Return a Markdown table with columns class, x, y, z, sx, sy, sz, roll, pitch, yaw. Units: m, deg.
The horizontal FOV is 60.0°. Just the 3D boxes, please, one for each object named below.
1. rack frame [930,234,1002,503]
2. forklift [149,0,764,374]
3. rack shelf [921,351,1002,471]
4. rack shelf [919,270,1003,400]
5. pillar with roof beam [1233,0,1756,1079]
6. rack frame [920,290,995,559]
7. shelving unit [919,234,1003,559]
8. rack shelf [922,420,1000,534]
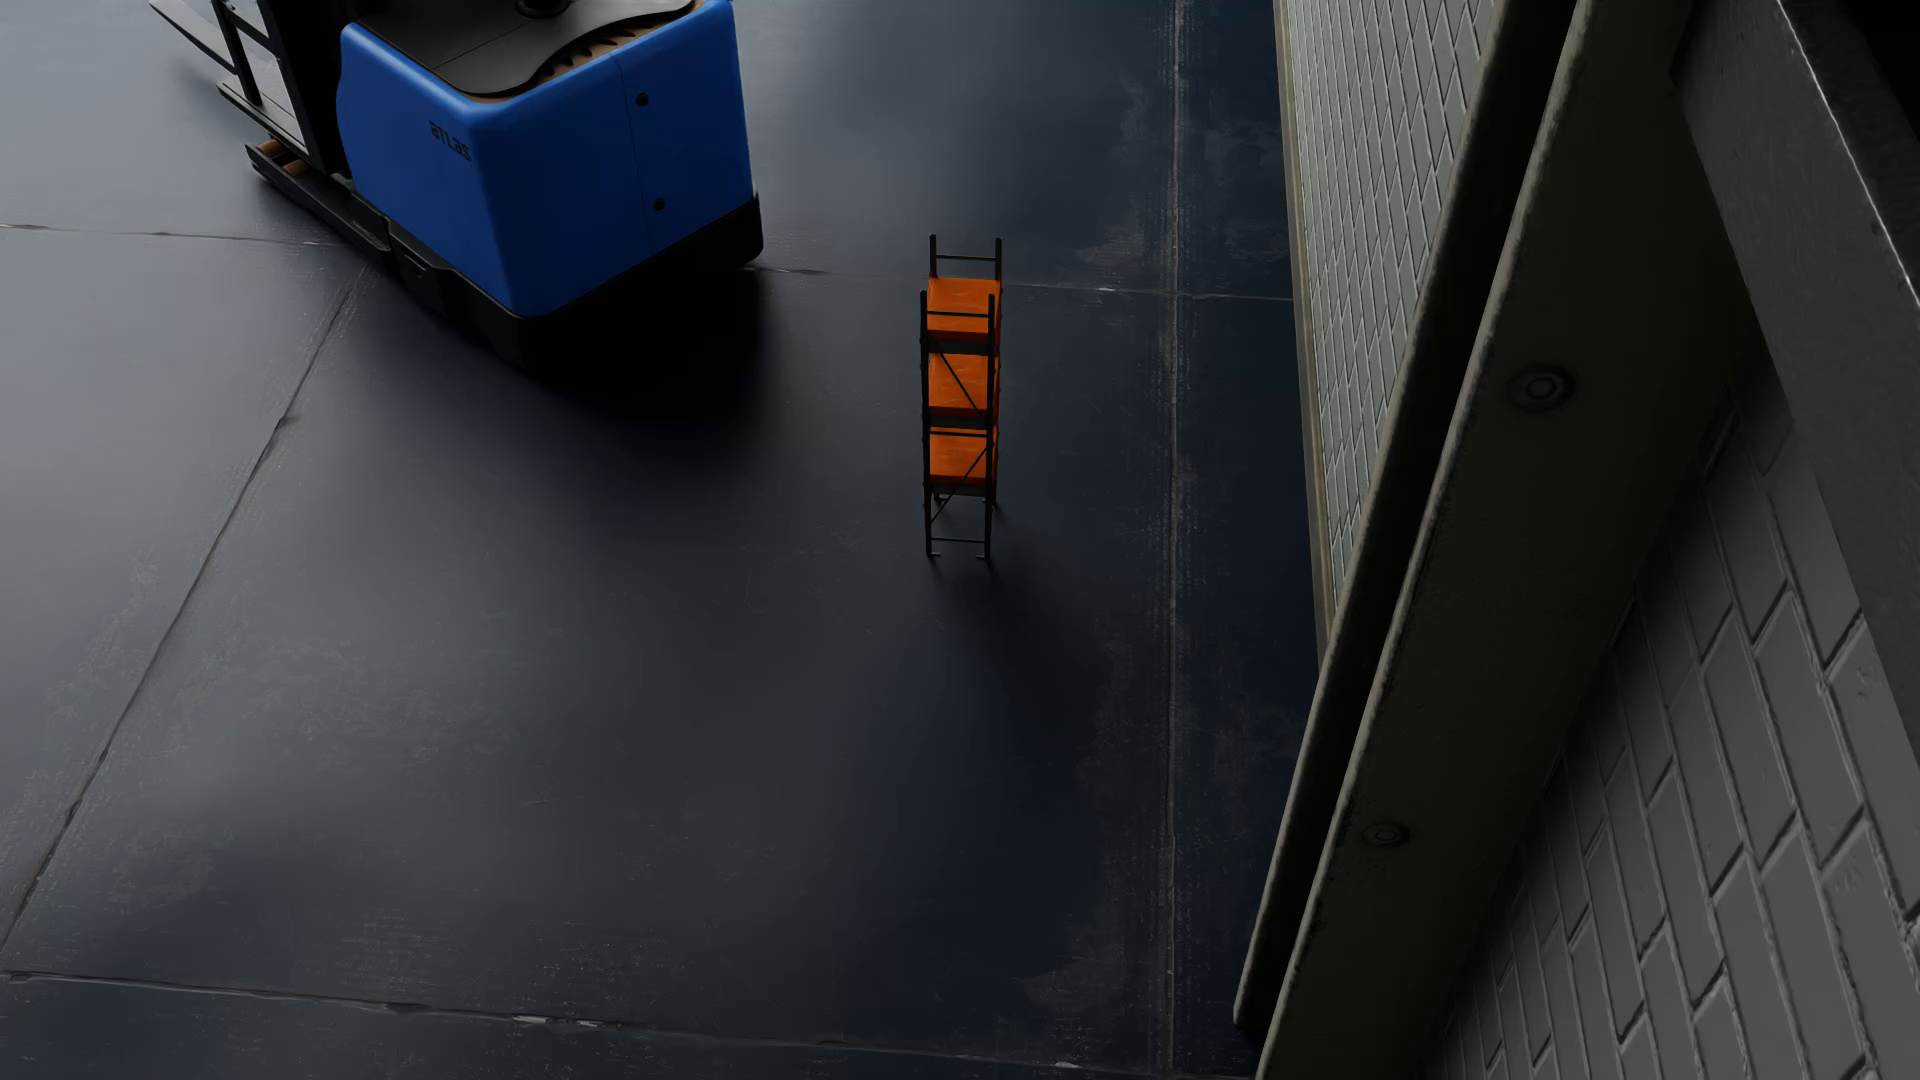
| class | x | y | z | sx | sy | sz | roll | pitch | yaw |
| --- | --- | --- | --- | --- | --- | --- | --- | --- | --- |
| rack frame | 0.016 | -0.483 | 4.981 | 0.200 | 1.050 | 0.008 | 4 | 48 | 4 |
| forklift | -2.130 | -2.532 | 5.580 | 3.031 | 2.935 | 1.130 | 36 | 57 | 28 |
| rack shelf | 0.005 | -0.387 | 4.906 | 0.215 | 0.259 | 0.240 | 4 | 48 | 4 |
| rack shelf | 0.005 | -0.578 | 4.697 | 0.215 | 0.259 | 0.240 | 4 | 48 | 4 |
| pillar with roof beam | -3.463 | -2.003 | 0.984 | 9.100 | 9.000 | 0.400 | 4 | 48 | 4 |
| rack frame | -0.006 | -0.304 | 4.817 | 0.200 | 1.050 | 0.008 | 4 | 48 | 4 |
| shelving unit | 0.005 | -0.394 | 4.899 | 0.215 | 1.050 | 0.252 | 4 | 48 | 4 |
| rack shelf | 0.005 | -0.199 | 5.111 | 0.215 | 0.259 | 0.240 | 4 | 48 | 4 |
